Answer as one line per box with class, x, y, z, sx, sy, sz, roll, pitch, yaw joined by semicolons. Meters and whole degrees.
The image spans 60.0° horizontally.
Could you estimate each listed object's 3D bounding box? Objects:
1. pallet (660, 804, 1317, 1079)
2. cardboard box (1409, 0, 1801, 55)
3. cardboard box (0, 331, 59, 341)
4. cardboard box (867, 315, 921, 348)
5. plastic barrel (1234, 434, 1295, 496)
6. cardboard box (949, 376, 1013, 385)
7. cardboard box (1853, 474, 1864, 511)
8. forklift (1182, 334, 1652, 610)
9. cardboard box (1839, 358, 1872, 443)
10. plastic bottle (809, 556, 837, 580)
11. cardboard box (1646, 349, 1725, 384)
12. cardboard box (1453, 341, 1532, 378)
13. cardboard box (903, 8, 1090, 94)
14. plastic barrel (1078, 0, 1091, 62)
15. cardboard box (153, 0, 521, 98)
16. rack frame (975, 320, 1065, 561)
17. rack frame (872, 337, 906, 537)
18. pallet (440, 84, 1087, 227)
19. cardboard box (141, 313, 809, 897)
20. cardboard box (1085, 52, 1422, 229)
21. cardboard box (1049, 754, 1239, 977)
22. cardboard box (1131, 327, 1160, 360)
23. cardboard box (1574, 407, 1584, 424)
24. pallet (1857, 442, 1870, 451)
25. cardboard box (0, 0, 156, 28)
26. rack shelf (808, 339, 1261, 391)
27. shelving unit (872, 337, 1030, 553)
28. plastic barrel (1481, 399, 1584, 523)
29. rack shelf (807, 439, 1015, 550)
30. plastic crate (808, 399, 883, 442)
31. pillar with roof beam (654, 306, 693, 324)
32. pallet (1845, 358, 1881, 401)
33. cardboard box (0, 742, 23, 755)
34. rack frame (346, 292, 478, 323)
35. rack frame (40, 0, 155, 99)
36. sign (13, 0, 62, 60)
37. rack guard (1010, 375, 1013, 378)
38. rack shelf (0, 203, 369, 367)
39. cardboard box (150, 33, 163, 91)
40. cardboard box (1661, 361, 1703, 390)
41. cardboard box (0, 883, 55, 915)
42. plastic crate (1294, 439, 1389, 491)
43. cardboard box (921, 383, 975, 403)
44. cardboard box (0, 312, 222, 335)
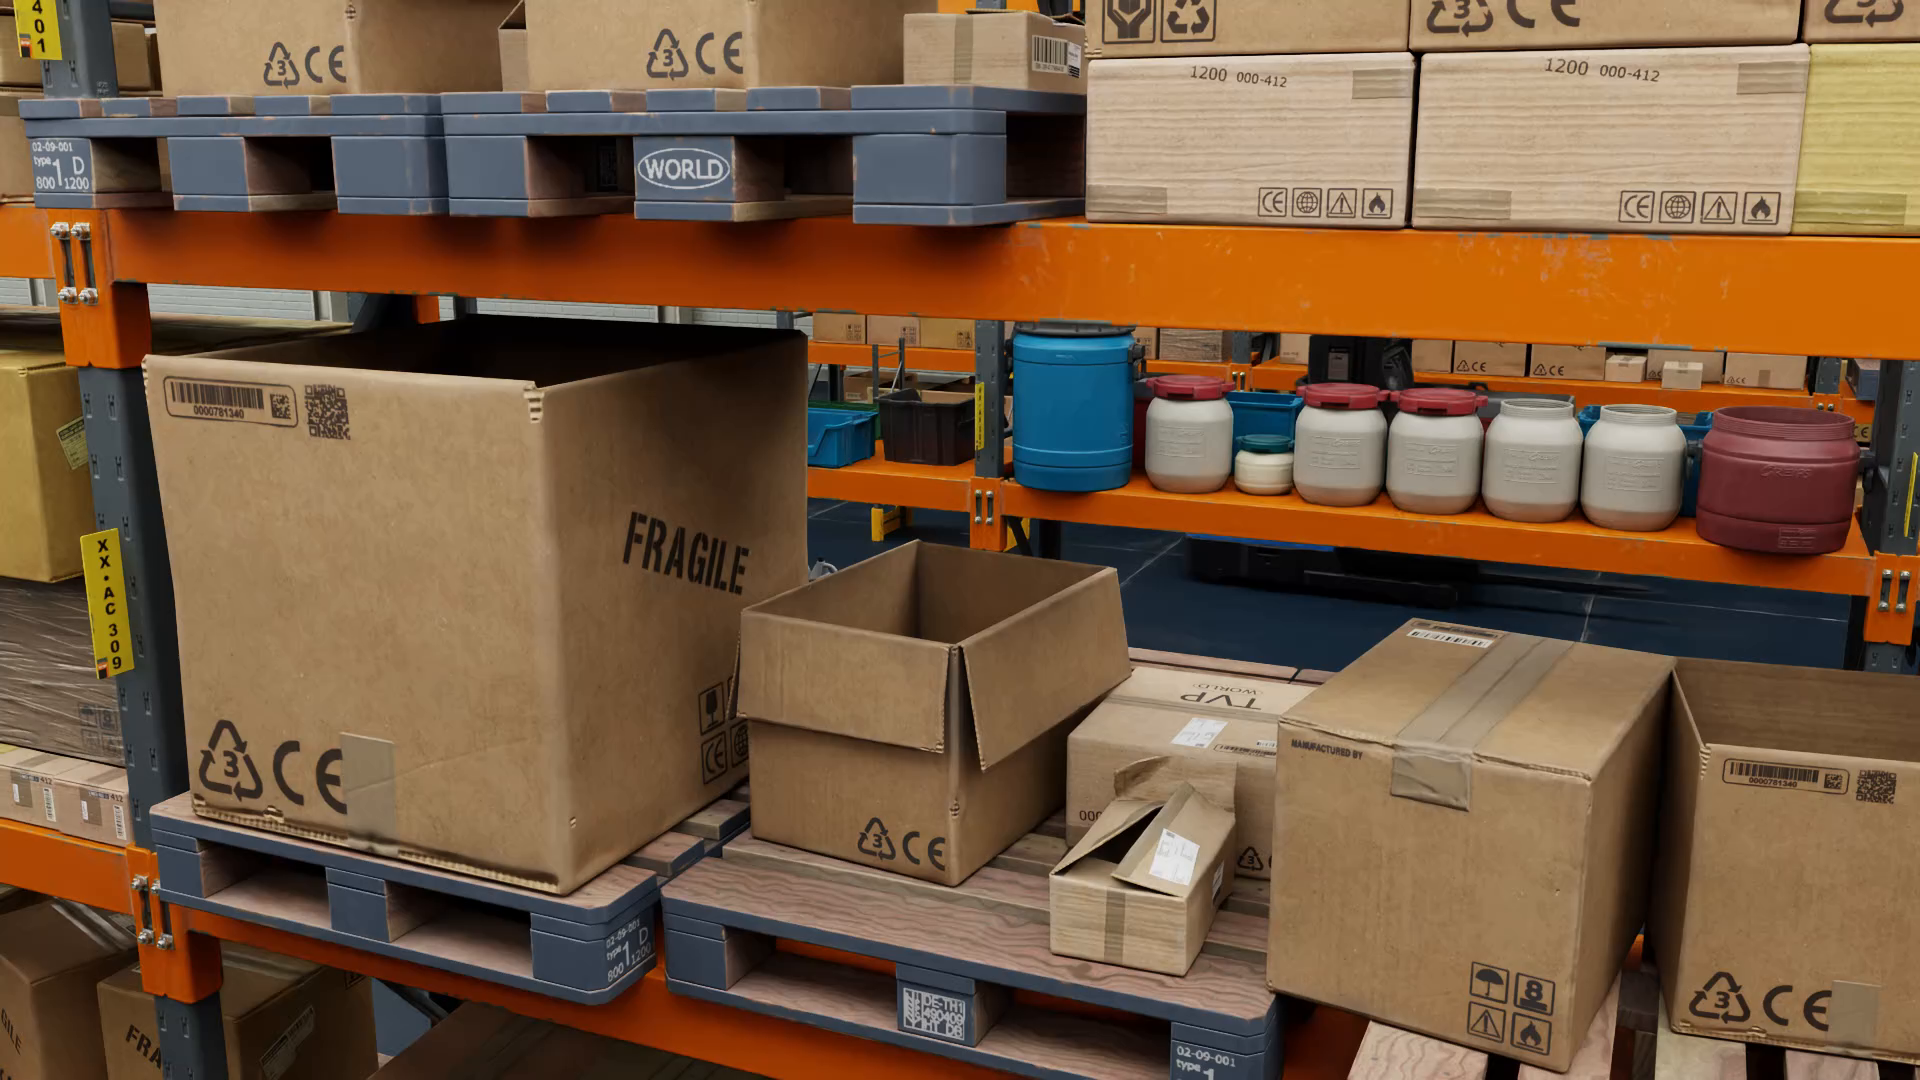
pallet;0.154;0.737;3.466;1.213;0.211;1.003;6;14;23
cardboard box;0.970;-0.971;2.446;0.500;0.500;0.500;6;14;23
cardboard box;-2.657;-0.262;4.246;0.500;0.500;0.500;6;14;23
cardboard box;-0.414;-1.945;14.261;0.500;0.500;0.700;6;15;25
plastic barrel;1.478;-0.364;8.043;0.301;0.262;0.301;0;13;0
cardboard box;0.213;-1.144;14.523;0.500;0.500;0.500;6;14;23
cardboard box;6.297;-0.145;11.317;0.500;0.500;0.500;6;15;26
forklift;3.110;-1.110;11.069;3.031;2.935;1.130;6;14;24
cardboard box;8.619;-1.347;15.718;0.750;0.750;0.750;6;14;22
plastic bottle;-0.802;0.271;9.868;0.185;0.351;0.144;6;14;23
cardboard box;5.257;-1.330;12.051;0.500;0.311;0.500;6;14;23
cardboard box;3.975;-1.499;12.359;0.500;0.500;0.500;6;14;23
cardboard box;0.078;-0.950;3.263;0.250;0.166;0.380;5;14;22
plastic barrel;0.883;-2.289;8.278;0.708;0.901;0.600;6;14;23
cardboard box;-1.287;-1.202;3.601;0.637;0.503;0.797;5;14;20
rack frame;0.330;-0.586;8.686;0.127;3.000;1.000;6;14;23
rack frame;-0.543;-0.785;12.818;0.032;1.500;0.500;6;14;23
pallet;-0.206;-0.746;3.211;1.003;0.211;1.213;6;14;23
cardboard box;-1.007;0.055;3.723;1.000;1.000;1.000;6;14;24
cardboard box;0.530;-0.651;2.727;0.500;0.250;0.500;6;15;25
cardboard box;0.347;0.582;3.084;0.258;0.266;0.396;5;14;22
cardboard box;1.446;-1.756;13.453;0.500;0.500;0.700;6;14;23
cardboard box;6.431;-1.450;16.877;0.500;0.500;0.700;6;14;23
pallet;8.690;-0.839;15.867;1.213;0.211;1.003;6;14;23
cardboard box;-2.191;-1.437;3.782;0.500;0.500;0.500;5;14;22
rack shelf;0.511;-1.455;13.964;4.000;0.370;1.077;6;14;23
shelving unit;-0.070;-0.737;12.614;1.083;1.500;0.587;6;14;23
plastic barrel;2.575;-0.360;7.477;0.421;0.512;0.421;0;13;0
rack shelf;-1.499;-0.421;9.557;4.000;0.370;1.077;6;14;23
plastic crate;-0.797;-0.667;9.496;0.662;0.188;0.450;6;14;23
pillar with roof beam;-5.554;-5.718;17.424;0.400;9.000;9.100;6;14;23
pallet;6.645;-1.109;11.333;1.003;0.211;1.213;6;14;23
cardboard box;-2.421;0.552;4.388;0.250;0.149;0.380;6;14;23
rack frame;-3.328;-0.956;10.263;0.127;3.000;1.000;6;14;23
rack frame;-1.676;-2.472;3.592;0.127;3.000;1.000;6;14;23
sign;-1.889;-1.149;3.389;0.005;0.325;0.100;6;14;23
rack guard;0.755;-1.801;19.337;0.348;0.500;1.175;6;14;23
rack shelf;-3.505;-0.847;4.805;4.000;0.370;1.077;6;14;23
cardboard box;-1.849;-1.227;4.308;0.250;0.149;0.380;5;14;22
cardboard box;5.062;-1.153;11.653;0.250;0.149;0.380;6;14;23
cardboard box;-3.152;1.323;5.102;0.500;0.500;0.500;4;14;18
plastic crate;2.036;-0.381;8.274;0.662;0.188;0.450;6;14;23
cardboard box;0.003;-1.036;14.060;0.500;0.500;0.500;6;14;23
cardboard box;-2.443;-0.372;4.717;0.500;0.500;0.500;6;14;23
